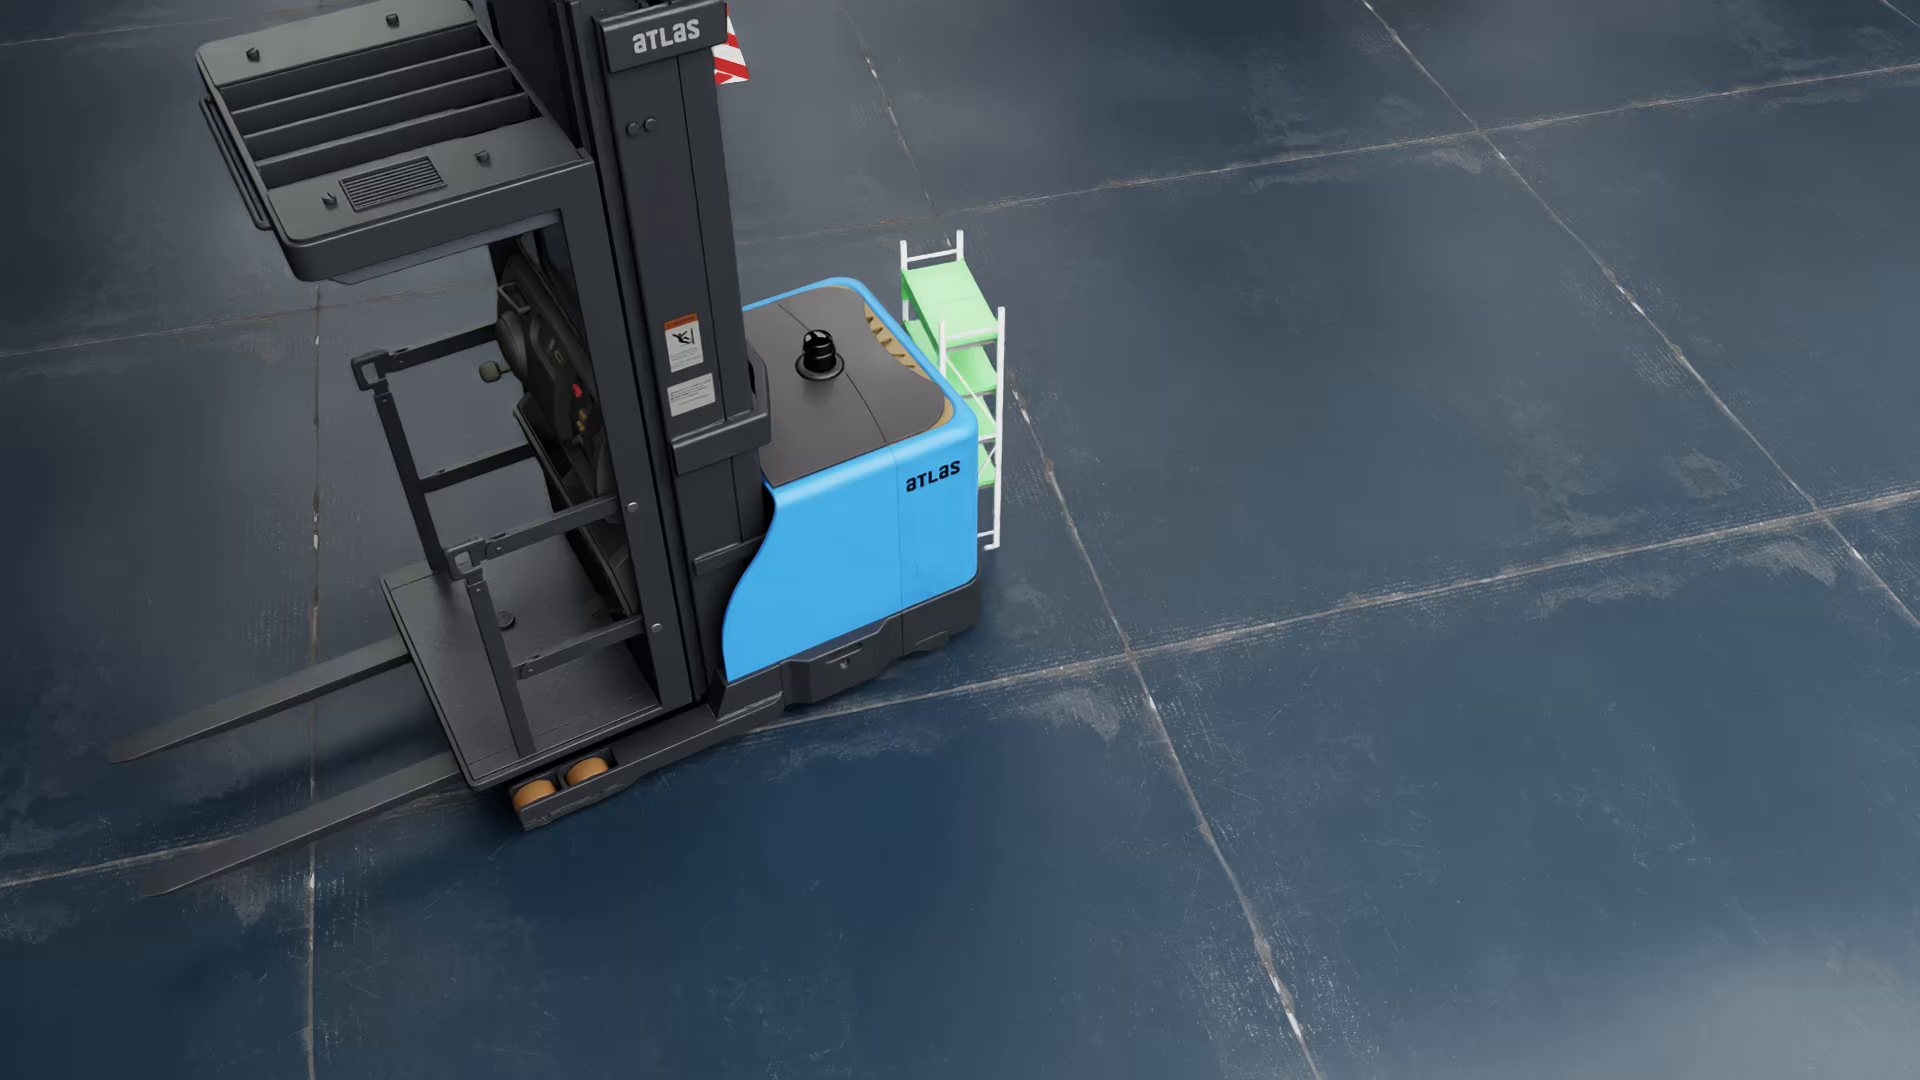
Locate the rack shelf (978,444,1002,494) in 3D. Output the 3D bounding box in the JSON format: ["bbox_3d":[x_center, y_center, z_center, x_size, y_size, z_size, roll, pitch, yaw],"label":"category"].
[{"bbox_3d":[-0.032,-0.327,6.656,0.258,0.148,0.480,-13,47,-12],"label":"rack shelf"}]

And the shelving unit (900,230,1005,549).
[{"bbox_3d":[-0.032,-0.539,6.438,0.258,1.200,0.503,-13,47,-12],"label":"shelving unit"}]

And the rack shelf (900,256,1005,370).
[{"bbox_3d":[-0.032,-0.831,6.141,0.258,0.148,0.480,-13,47,-12],"label":"rack shelf"}]

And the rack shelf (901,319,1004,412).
[{"bbox_3d":[-0.032,-0.663,6.313,0.258,0.148,0.480,-13,47,-12],"label":"rack shelf"}]

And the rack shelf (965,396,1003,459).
[{"bbox_3d":[-0.032,-0.495,6.484,0.258,0.148,0.480,-13,47,-12],"label":"rack shelf"}]

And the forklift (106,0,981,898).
[{"bbox_3d":[-1.459,-0.467,5.156,3.031,2.935,1.130,-22,50,-20],"label":"forklift"}]

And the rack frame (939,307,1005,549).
[{"bbox_3d":[0.042,-0.373,6.276,0.240,1.200,0.015,-13,47,-12],"label":"rack frame"}]

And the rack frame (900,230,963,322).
[{"bbox_3d":[-0.106,-0.705,6.601,0.240,1.200,0.015,-13,47,-12],"label":"rack frame"}]
